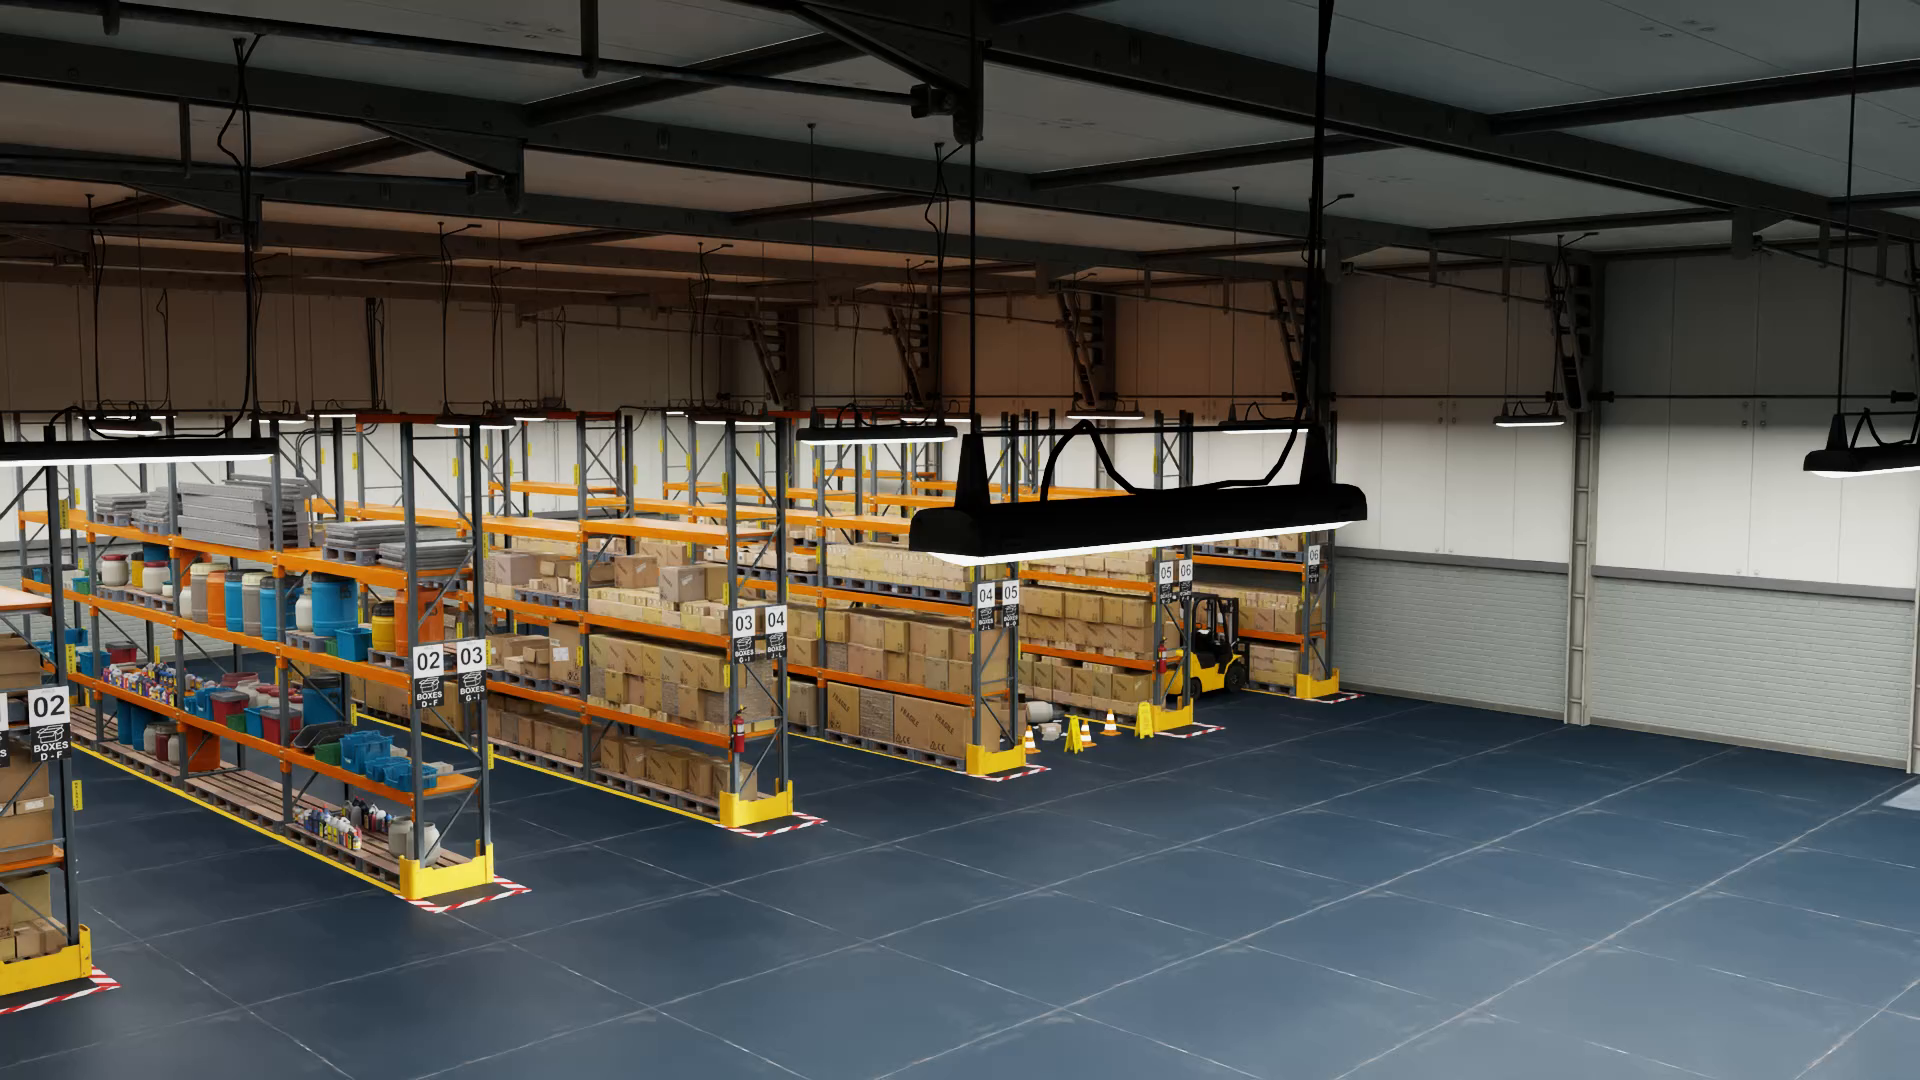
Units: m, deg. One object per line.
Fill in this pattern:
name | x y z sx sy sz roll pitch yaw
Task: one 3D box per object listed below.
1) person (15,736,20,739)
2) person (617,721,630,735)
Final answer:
person | -15.352 3.136 26.728 1.096 1.728 0.535 4 7 42
person | -6.088 2.832 30.450 0.637 1.742 0.626 3 6 35
